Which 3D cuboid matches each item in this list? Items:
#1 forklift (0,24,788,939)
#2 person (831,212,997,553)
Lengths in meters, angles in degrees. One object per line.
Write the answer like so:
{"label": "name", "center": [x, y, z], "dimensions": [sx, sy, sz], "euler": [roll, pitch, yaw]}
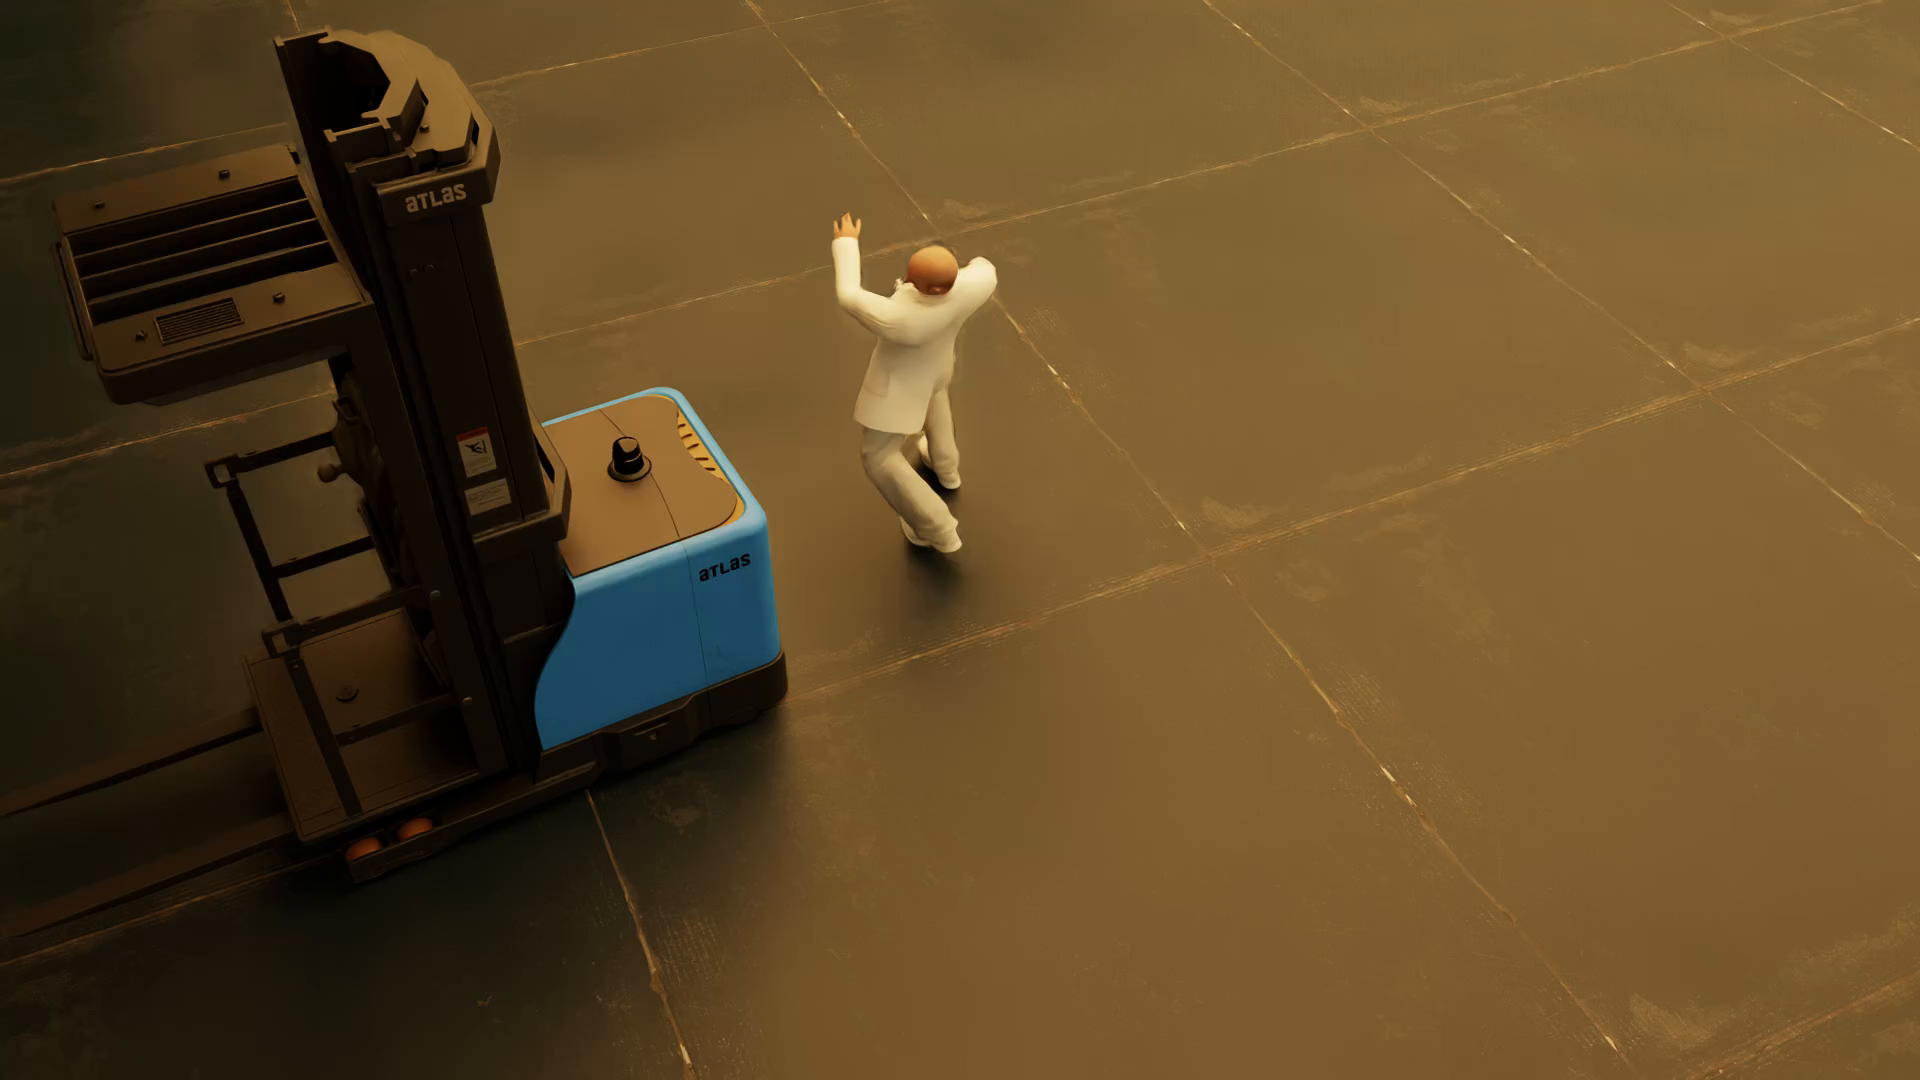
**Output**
{"label": "forklift", "center": [-2.271, -0.177, 5.870], "dimensions": [3.031, 2.935, 1.130], "euler": [-21, 47, -21]}
{"label": "person", "center": [-0.142, -0.855, 7.579], "dimensions": [0.898, 1.563, 0.977], "euler": [24, 48, 24]}
